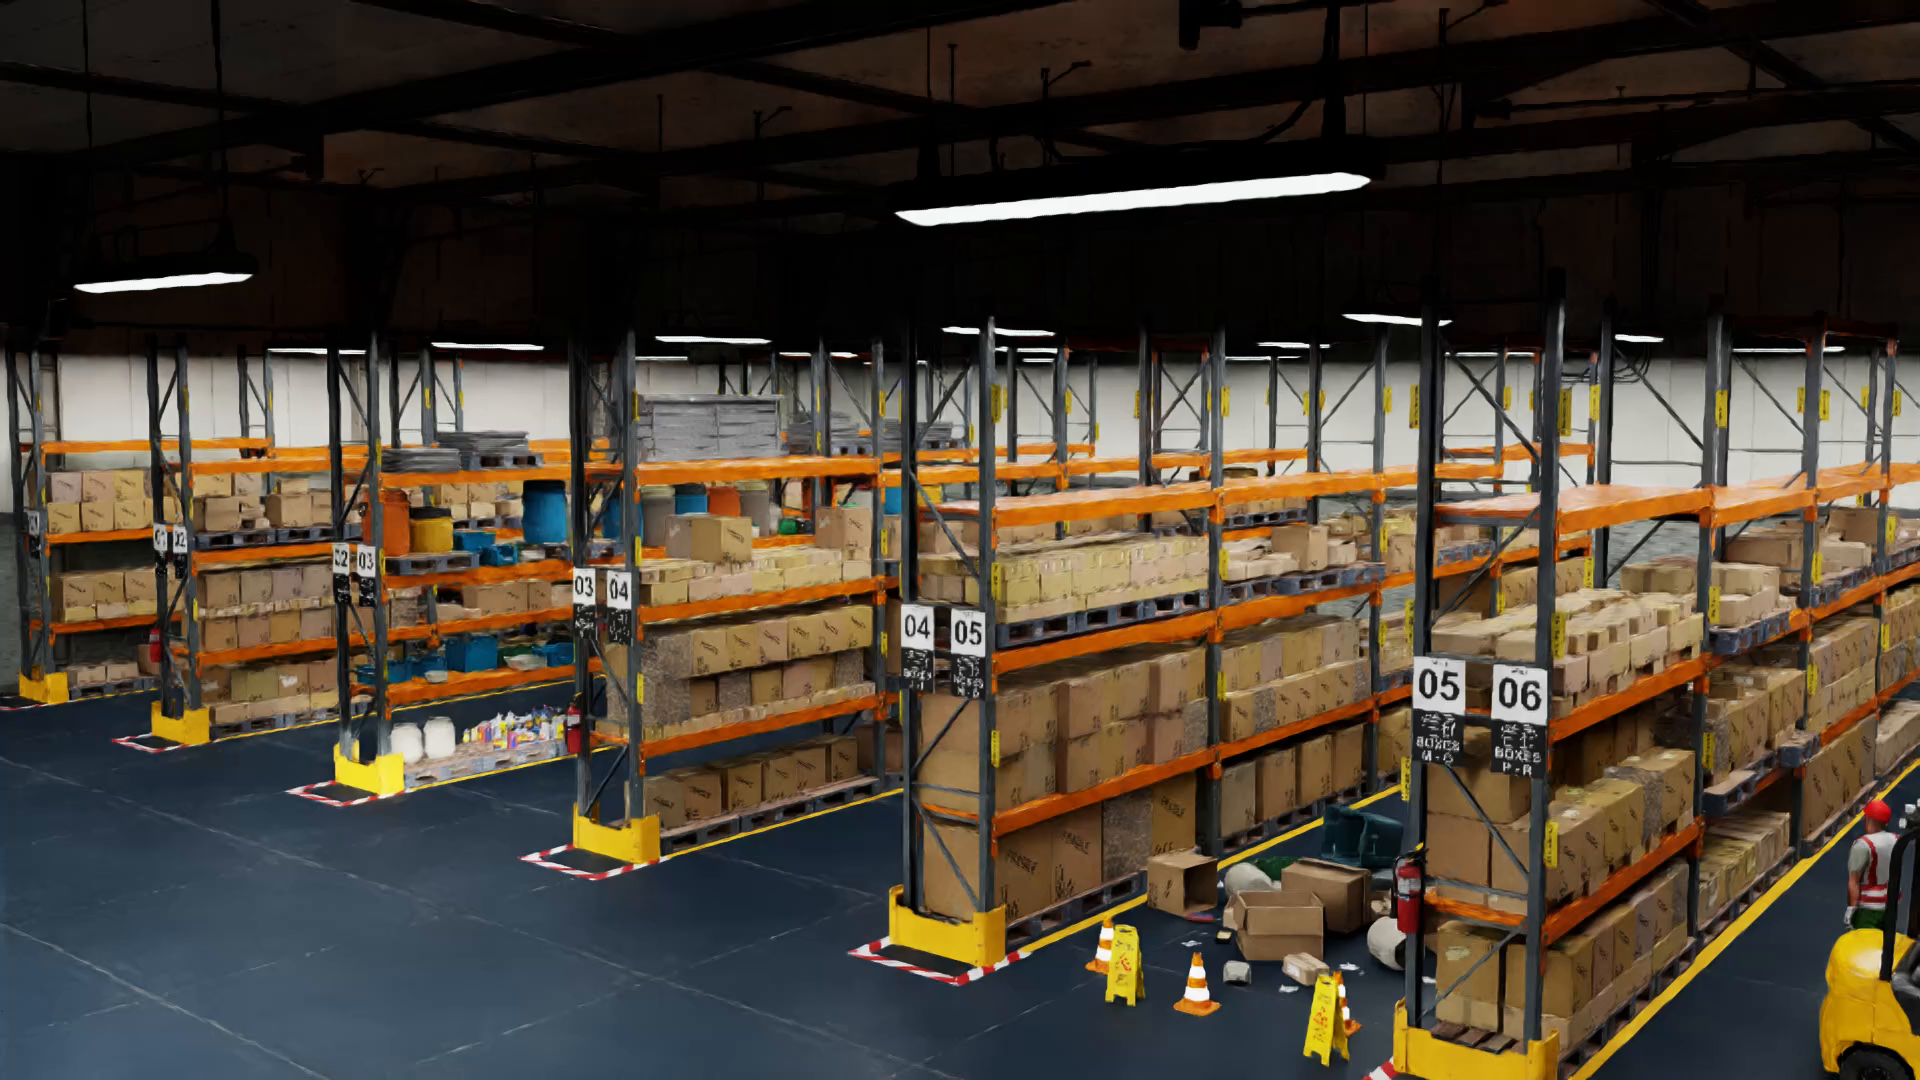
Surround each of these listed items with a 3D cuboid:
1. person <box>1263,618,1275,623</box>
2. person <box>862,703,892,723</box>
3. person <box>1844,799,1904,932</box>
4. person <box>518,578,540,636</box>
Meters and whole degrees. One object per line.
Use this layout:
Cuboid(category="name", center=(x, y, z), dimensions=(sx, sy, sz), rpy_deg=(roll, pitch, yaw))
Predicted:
Cuboid(category="person", center=(4.933, 2.007, 26.203), dimensions=(0.592, 1.625, 0.526), rpy_deg=(4, 6, 36))
Cuboid(category="person", center=(-1.196, 2.150, 23.971), dimensions=(0.663, 1.742, 0.547), rpy_deg=(4, 7, 38))
Cuboid(category="person", center=(7.502, 3.020, 13.776), dimensions=(0.606, 1.786, 0.494), rpy_deg=(-2, 6, -21))
Cuboid(category="person", center=(-8.336, 1.502, 31.898), dimensions=(0.479, 1.567, 1.090), rpy_deg=(4, 7, 41))
